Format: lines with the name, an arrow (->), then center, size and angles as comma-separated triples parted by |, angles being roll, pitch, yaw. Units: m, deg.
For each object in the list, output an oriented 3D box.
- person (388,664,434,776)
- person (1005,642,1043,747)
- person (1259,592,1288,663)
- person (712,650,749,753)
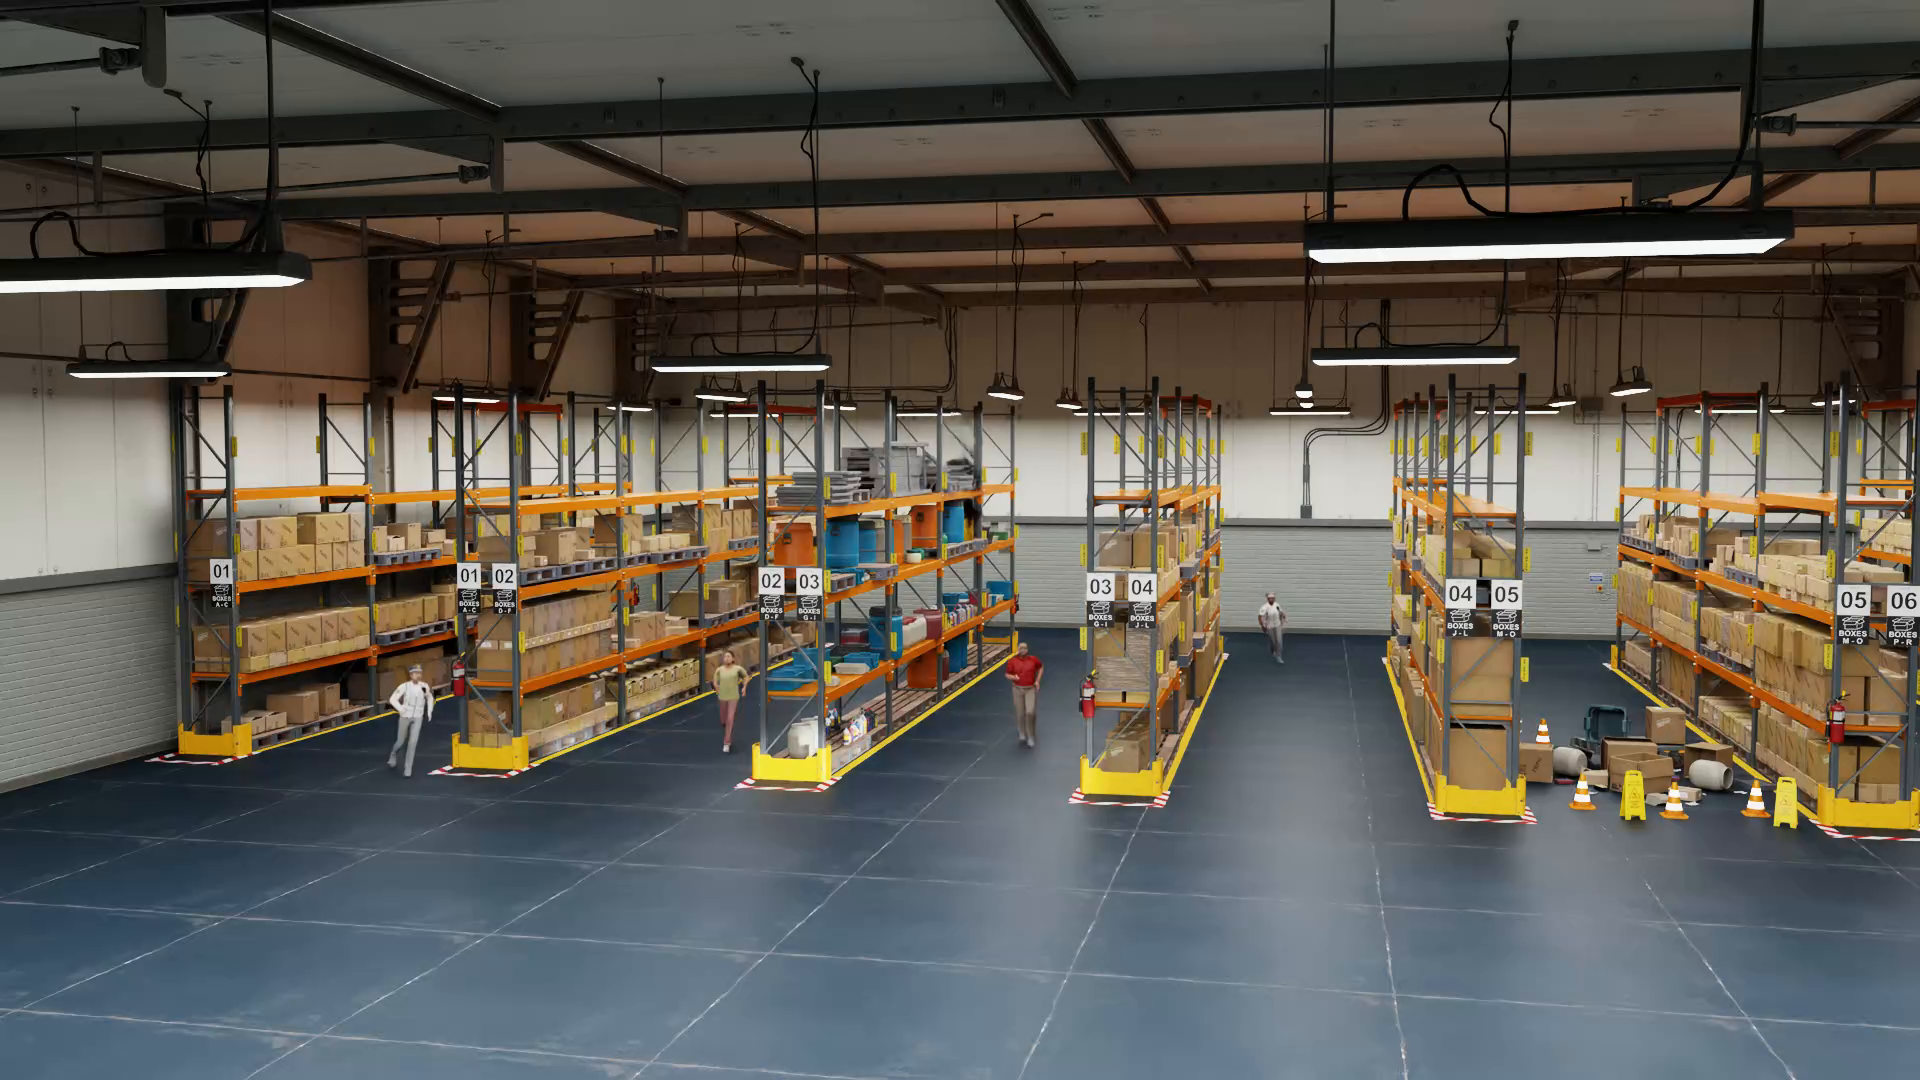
person -> -8.402, 2.734, 25.556 | 0.674, 1.653, 0.901 | -2, 4, -28
person -> 1.075, 2.598, 27.915 | 0.638, 1.786, 0.767 | 0, 3, 4
person -> 7.267, 2.033, 38.795 | 0.667, 1.675, 0.639 | 0, 3, -6
person -> -3.810, 2.635, 27.495 | 0.592, 1.633, 0.970 | 0, 3, 2
